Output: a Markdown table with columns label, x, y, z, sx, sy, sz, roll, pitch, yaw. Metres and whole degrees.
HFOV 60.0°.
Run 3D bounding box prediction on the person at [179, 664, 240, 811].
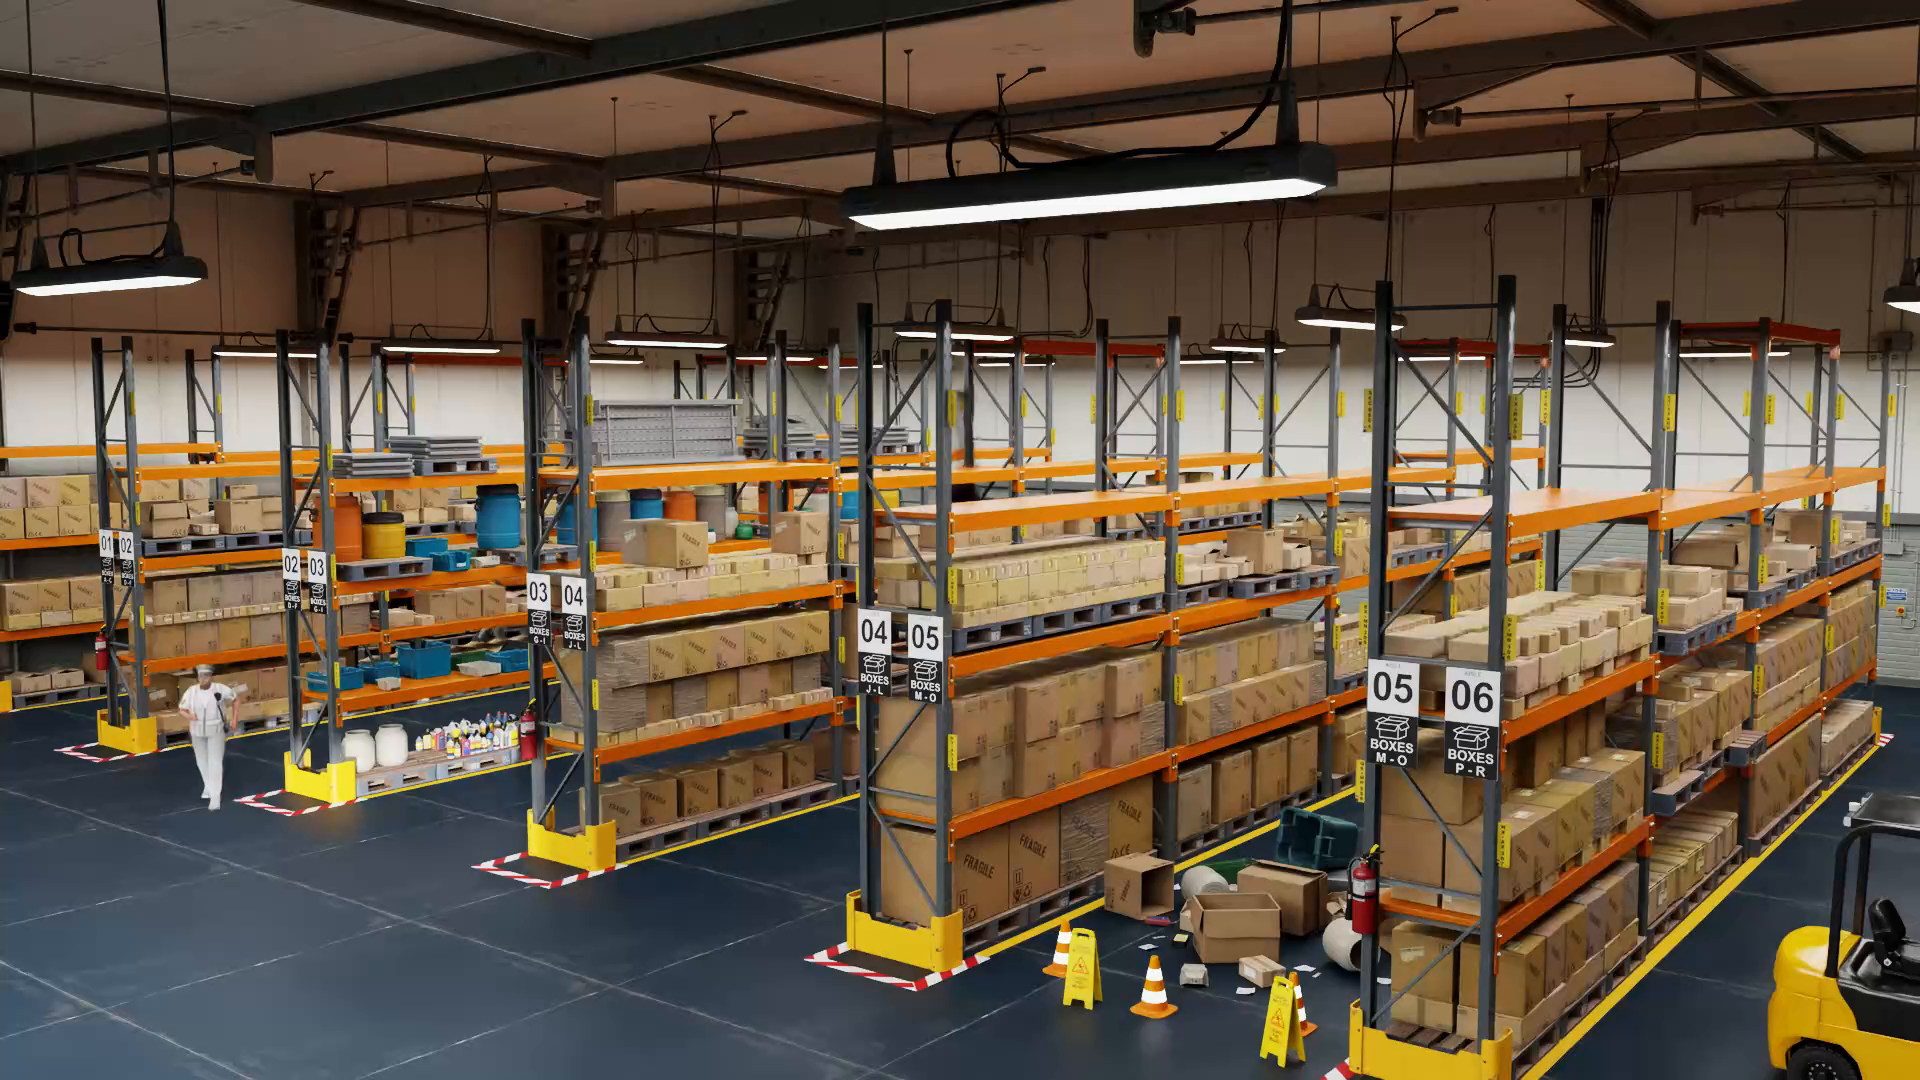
| label | x | y | z | sx | sy | sz | roll | pitch | yaw |
| --- | --- | --- | --- | --- | --- | --- | --- | --- | --- |
| person | -9.487 | 2.463 | 21.020 | 0.677 | 1.850 | 0.800 | -1 | 5 | -11 |

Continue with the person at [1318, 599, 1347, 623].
| label | x | y | z | sx | sy | sz | roll | pitch | yaw |
| --- | --- | --- | --- | --- | --- | --- | --- | --- | --- |
| person | 6.384 | 1.843 | 28.397 | 0.703 | 1.721 | 0.588 | 3 | 6 | 35 |

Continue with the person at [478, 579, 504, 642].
| label | x | y | z | sx | sy | sz | roll | pitch | yaw |
| --- | --- | --- | --- | --- | --- | --- | --- | --- | --- |
| person | -8.876 | 1.707 | 31.695 | 0.540 | 1.435 | 0.697 | 3 | 6 | 30 |
